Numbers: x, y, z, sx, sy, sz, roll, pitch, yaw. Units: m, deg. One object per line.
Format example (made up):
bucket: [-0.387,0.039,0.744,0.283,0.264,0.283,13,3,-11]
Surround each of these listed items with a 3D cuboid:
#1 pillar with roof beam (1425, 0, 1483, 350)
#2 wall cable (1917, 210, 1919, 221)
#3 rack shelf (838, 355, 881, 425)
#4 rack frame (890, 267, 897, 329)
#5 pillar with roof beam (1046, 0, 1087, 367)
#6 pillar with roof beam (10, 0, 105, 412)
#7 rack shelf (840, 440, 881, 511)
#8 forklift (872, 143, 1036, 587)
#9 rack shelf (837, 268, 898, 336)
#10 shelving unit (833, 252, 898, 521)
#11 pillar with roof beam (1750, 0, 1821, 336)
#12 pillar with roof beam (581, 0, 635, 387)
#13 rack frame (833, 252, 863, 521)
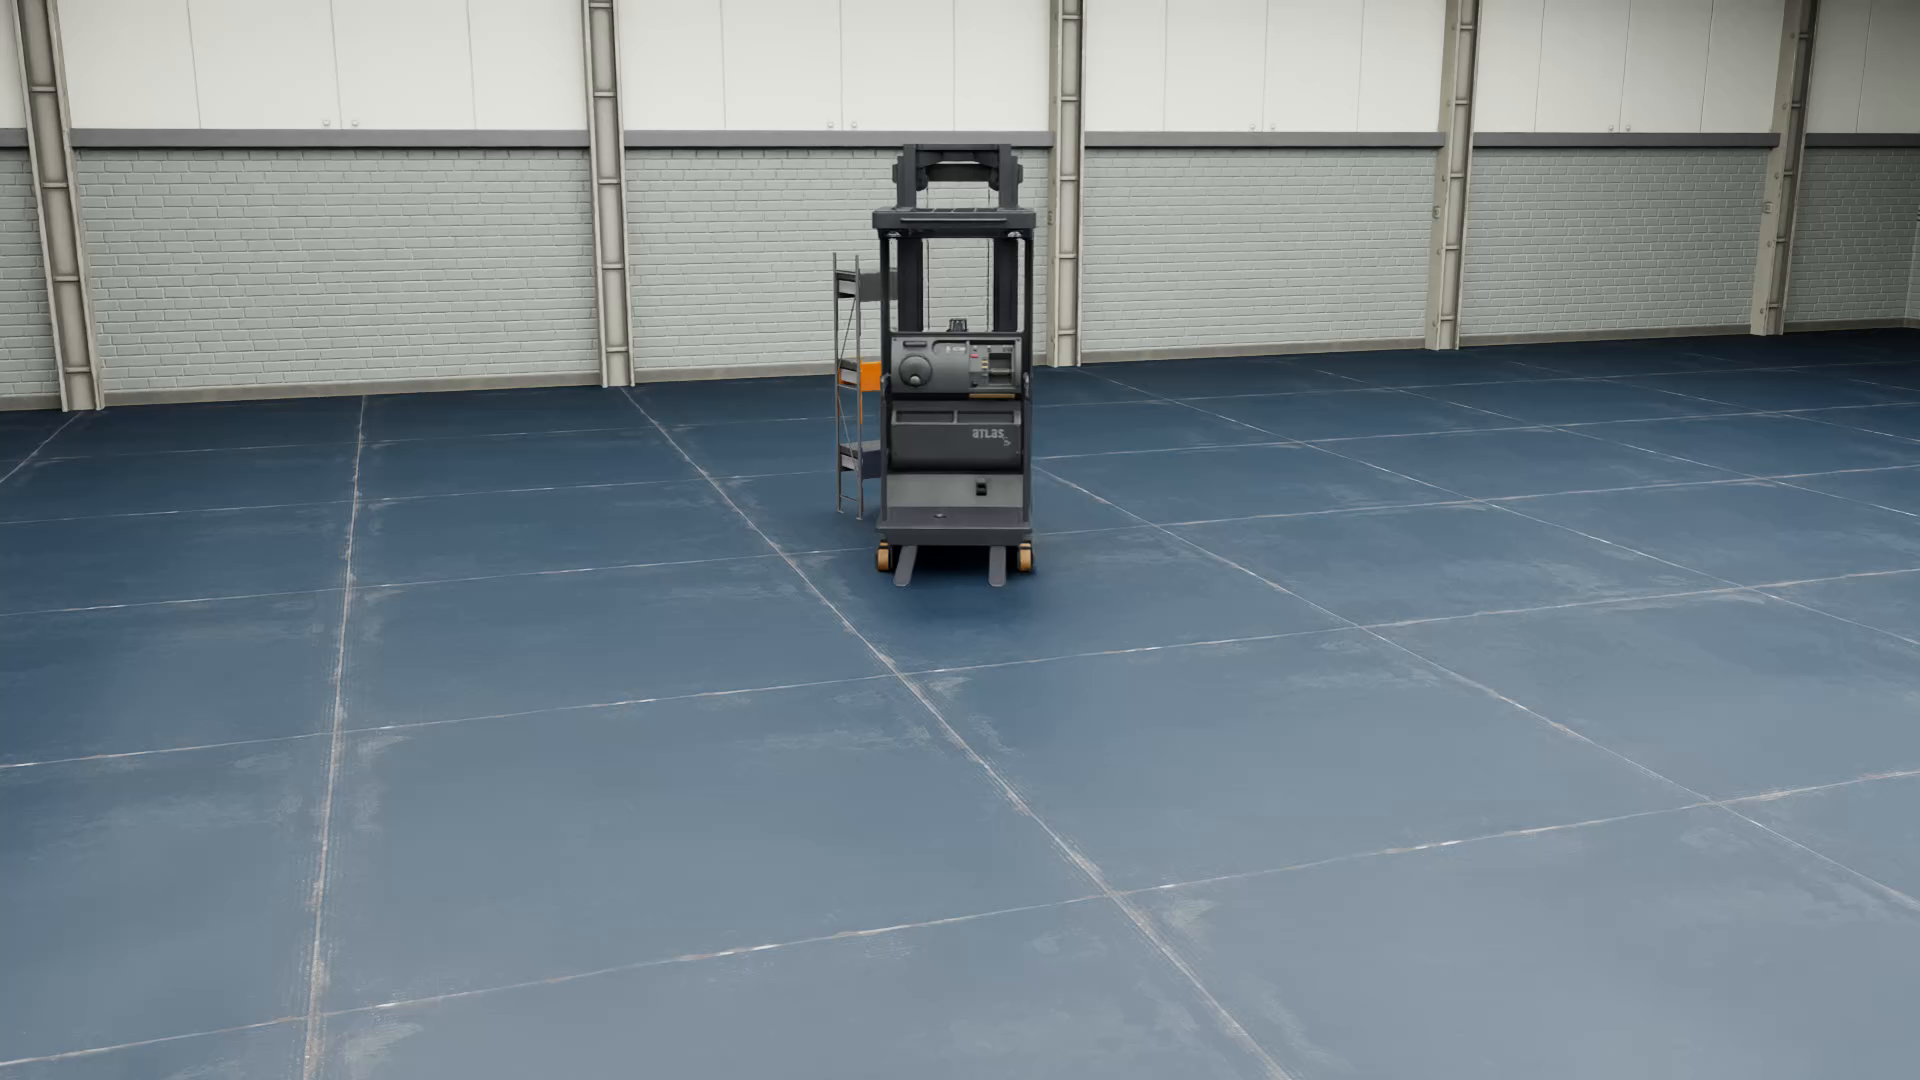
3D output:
pillar with roof beam: [8.465,-6.256,19.498,0.400,9.000,9.100,-4,14,-18]
wall cable: [15.993,-6.060,25.383,0.112,2.526,3.097,-4,14,-18]
rack shelf: [-0.685,-1.230,13.336,0.480,0.518,0.431,-8,16,-31]
rack frame: [-0.479,-1.274,13.460,0.015,2.100,0.400,-8,16,-31]
pillar with roof beam: [2.779,-5.813,17.636,0.400,9.000,9.100,-4,14,-18]
pillar with roof beam: [-8.595,-4.928,13.913,0.400,9.000,9.100,-4,14,-18]
rack shelf: [-0.685,-0.549,13.498,0.480,0.518,0.431,-8,16,-31]
forklift: [-0.029,-1.270,11.648,1.130,2.935,3.031,0,13,2]
rack shelf: [-0.685,-1.911,13.174,0.480,0.518,0.431,-8,16,-31]
shelving unit: [-0.685,-1.244,13.333,0.503,2.100,0.431,-8,16,-31]
pillar with roof beam: [14.152,-6.699,21.360,0.400,9.000,9.100,-4,14,-18]
pillar with roof beam: [-2.908,-5.370,15.774,0.400,9.000,9.100,-4,14,-18]
rack frame: [-0.892,-1.213,13.207,0.015,2.100,0.400,-8,16,-31]
